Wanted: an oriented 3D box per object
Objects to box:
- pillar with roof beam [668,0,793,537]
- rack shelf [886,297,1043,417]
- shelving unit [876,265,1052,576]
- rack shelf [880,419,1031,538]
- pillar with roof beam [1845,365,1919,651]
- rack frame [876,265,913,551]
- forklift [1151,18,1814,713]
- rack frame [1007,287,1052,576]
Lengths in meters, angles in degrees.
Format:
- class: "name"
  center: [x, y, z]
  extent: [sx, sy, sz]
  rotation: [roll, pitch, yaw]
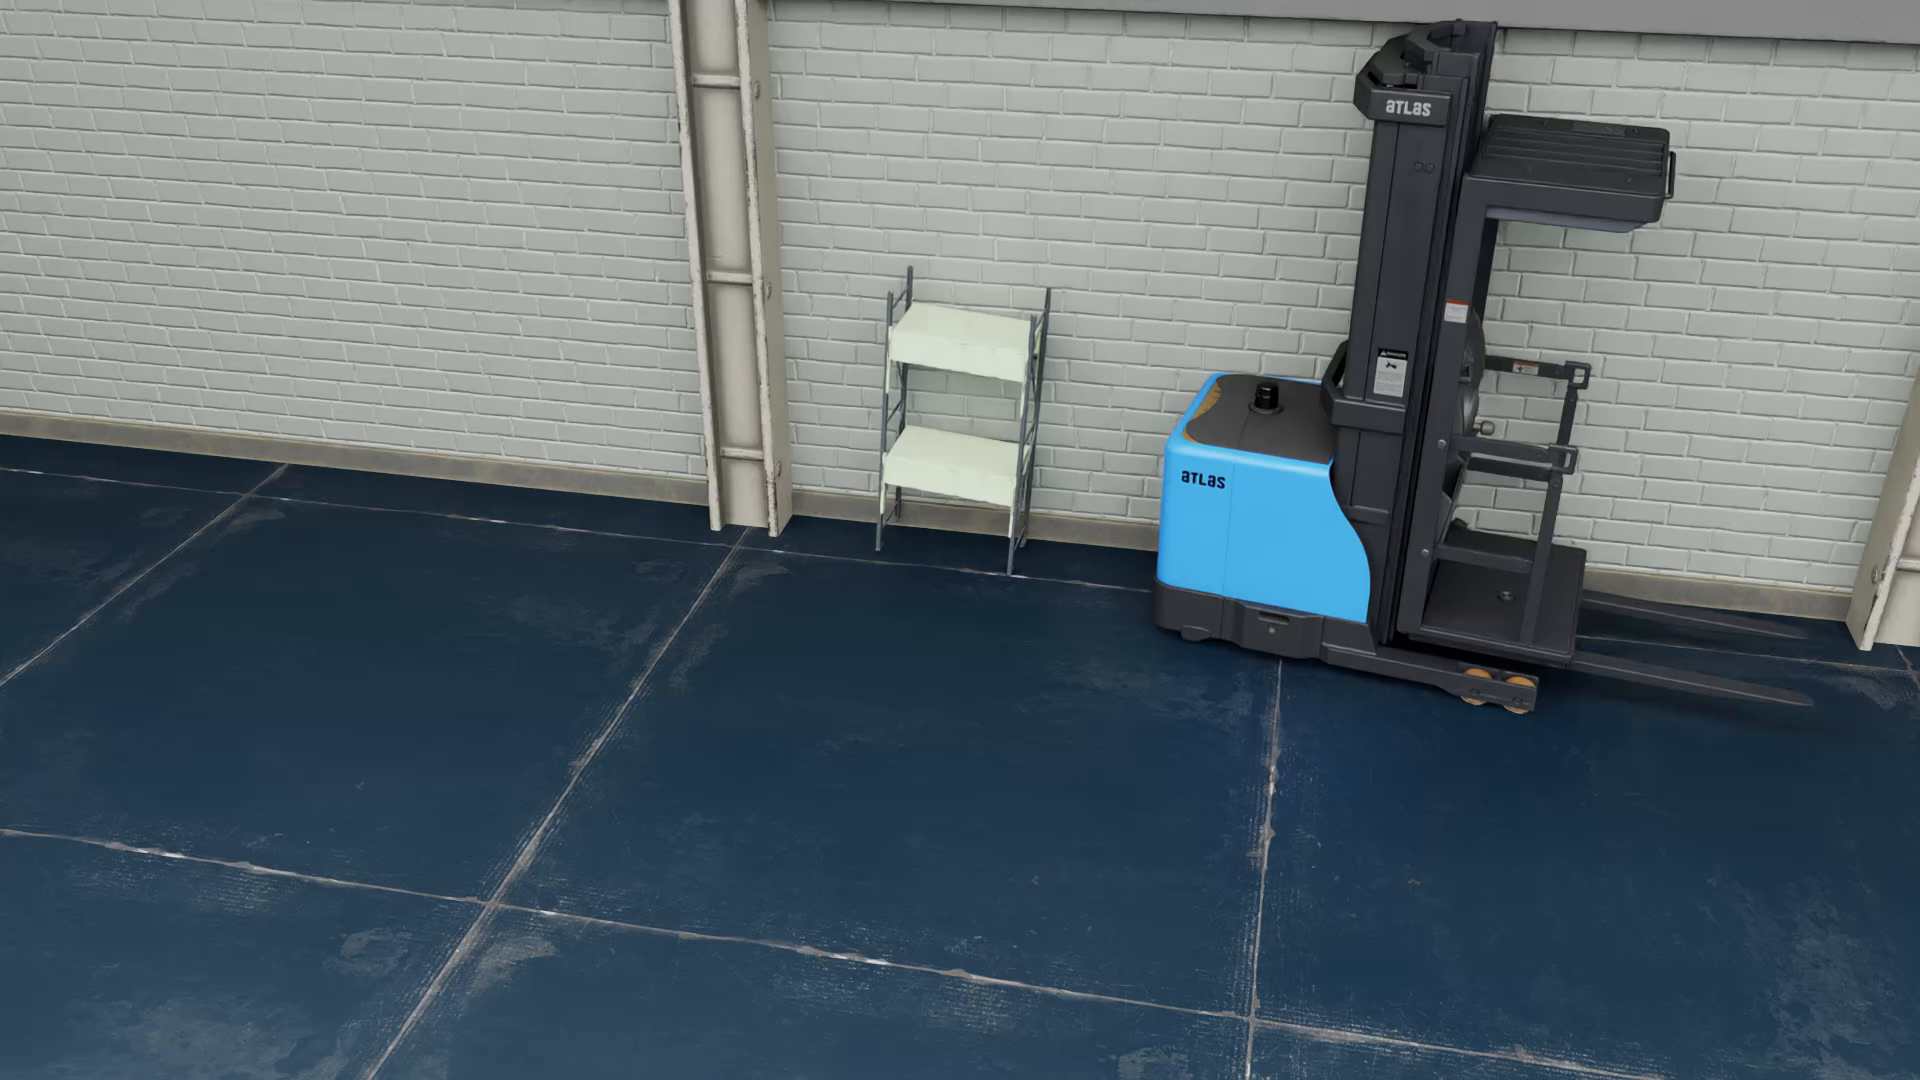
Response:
- class: "pillar with roof beam"
  center: [-2.077, -2.036, 3.598]
  extent: [0.400, 9.000, 9.100]
  rotation: [6, 29, 11]
- class: "rack shelf"
  center: [0.030, -0.947, 8.543]
  extent: [0.720, 0.370, 0.431]
  rotation: [11, 31, 10]
- class: "shelving unit"
  center: [0.005, -0.613, 8.743]
  extent: [0.755, 1.500, 0.431]
  rotation: [11, 31, 10]
- class: "rack shelf"
  center: [-0.016, -0.334, 8.911]
  extent: [0.720, 0.370, 0.431]
  rotation: [11, 31, 10]
- class: "pillar with roof beam"
  center: [3.791, -1.434, 2.499]
  extent: [0.400, 9.000, 9.100]
  rotation: [6, 29, 11]
- class: "rack frame"
  center: [-0.349, -0.679, 8.810]
  extent: [0.023, 1.500, 0.400]
  rotation: [11, 31, 10]
- class: "forklift"
  center: [2.533, -0.766, 7.597]
  extent: [3.031, 2.935, 1.130]
  rotation: [11, 30, 19]
- class: "rack frame"
  center: [0.358, -0.546, 8.677]
  extent: [0.023, 1.500, 0.400]
  rotation: [11, 31, 10]
